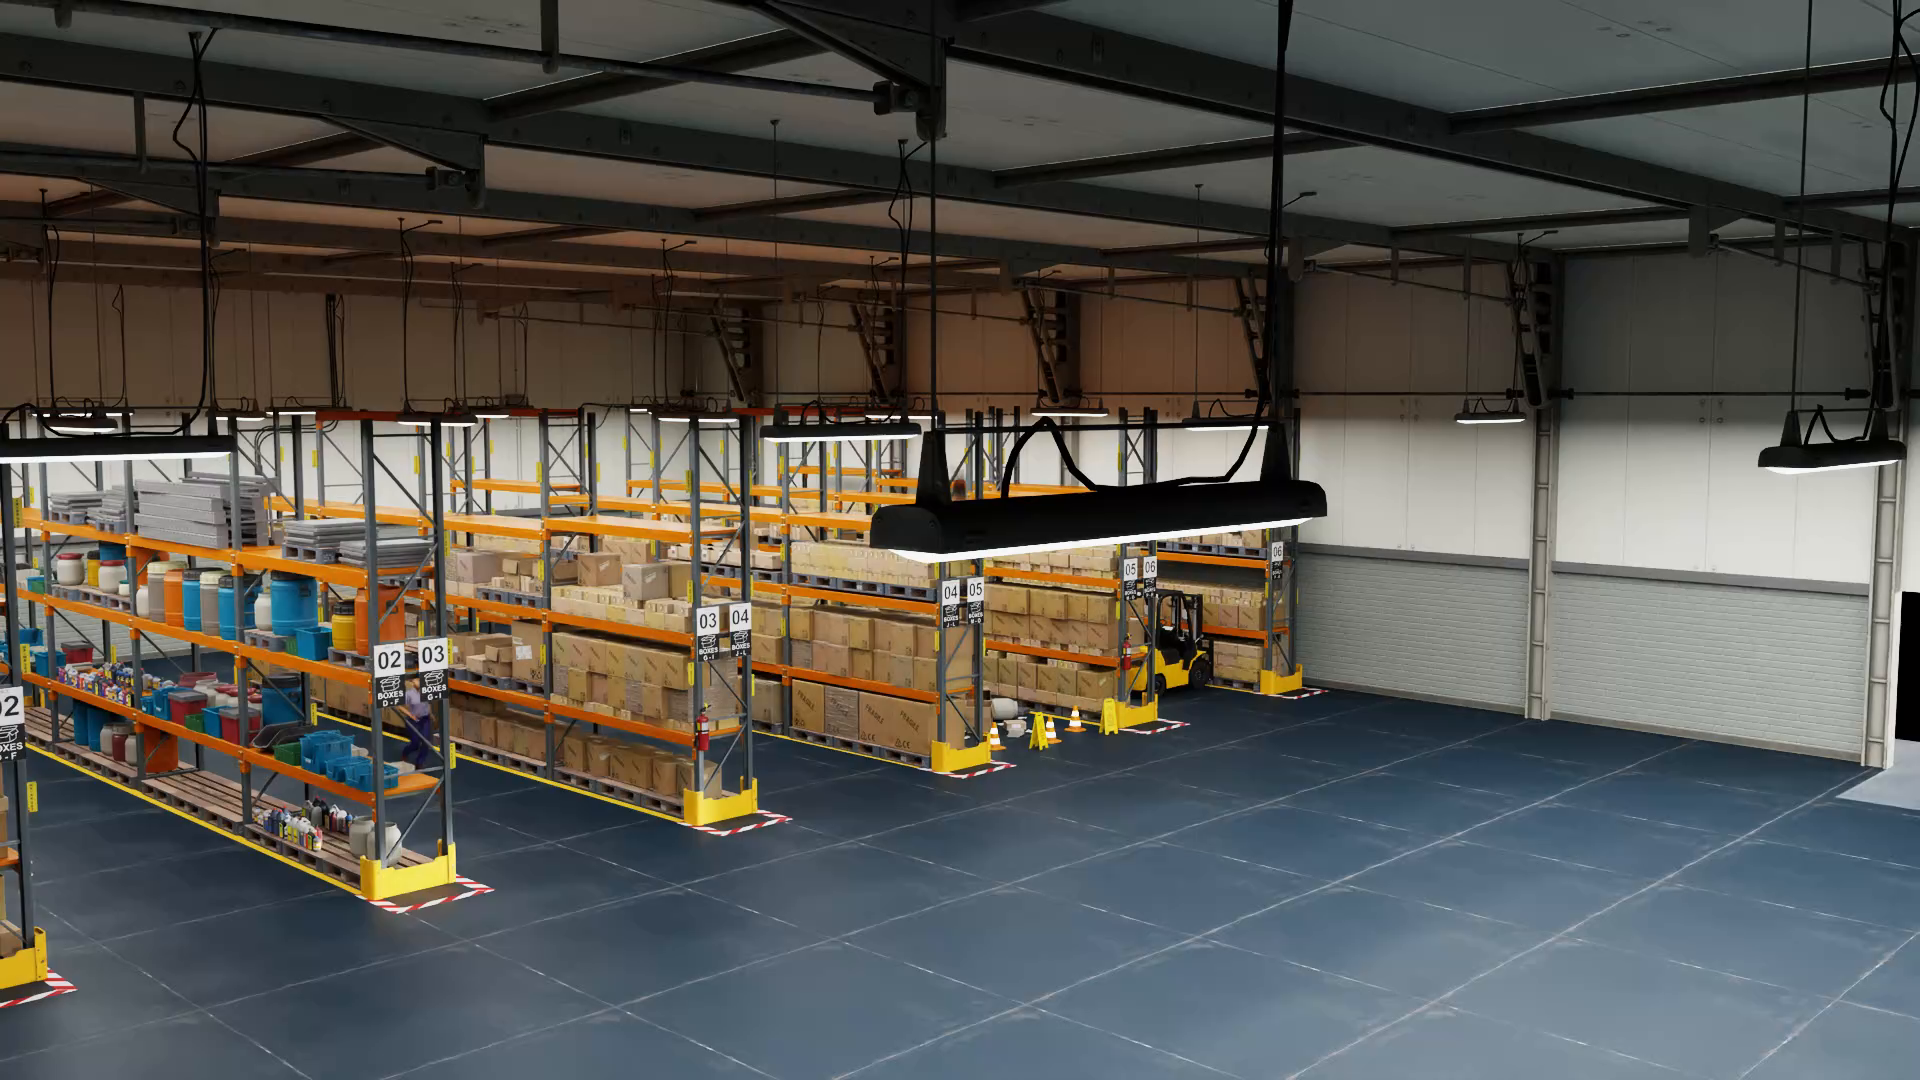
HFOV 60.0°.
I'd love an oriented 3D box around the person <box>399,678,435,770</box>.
[{"bbox_3d":[-9.123,3.061,27.936,0.561,1.601,0.587,4,7,39],"label":"person"}]
